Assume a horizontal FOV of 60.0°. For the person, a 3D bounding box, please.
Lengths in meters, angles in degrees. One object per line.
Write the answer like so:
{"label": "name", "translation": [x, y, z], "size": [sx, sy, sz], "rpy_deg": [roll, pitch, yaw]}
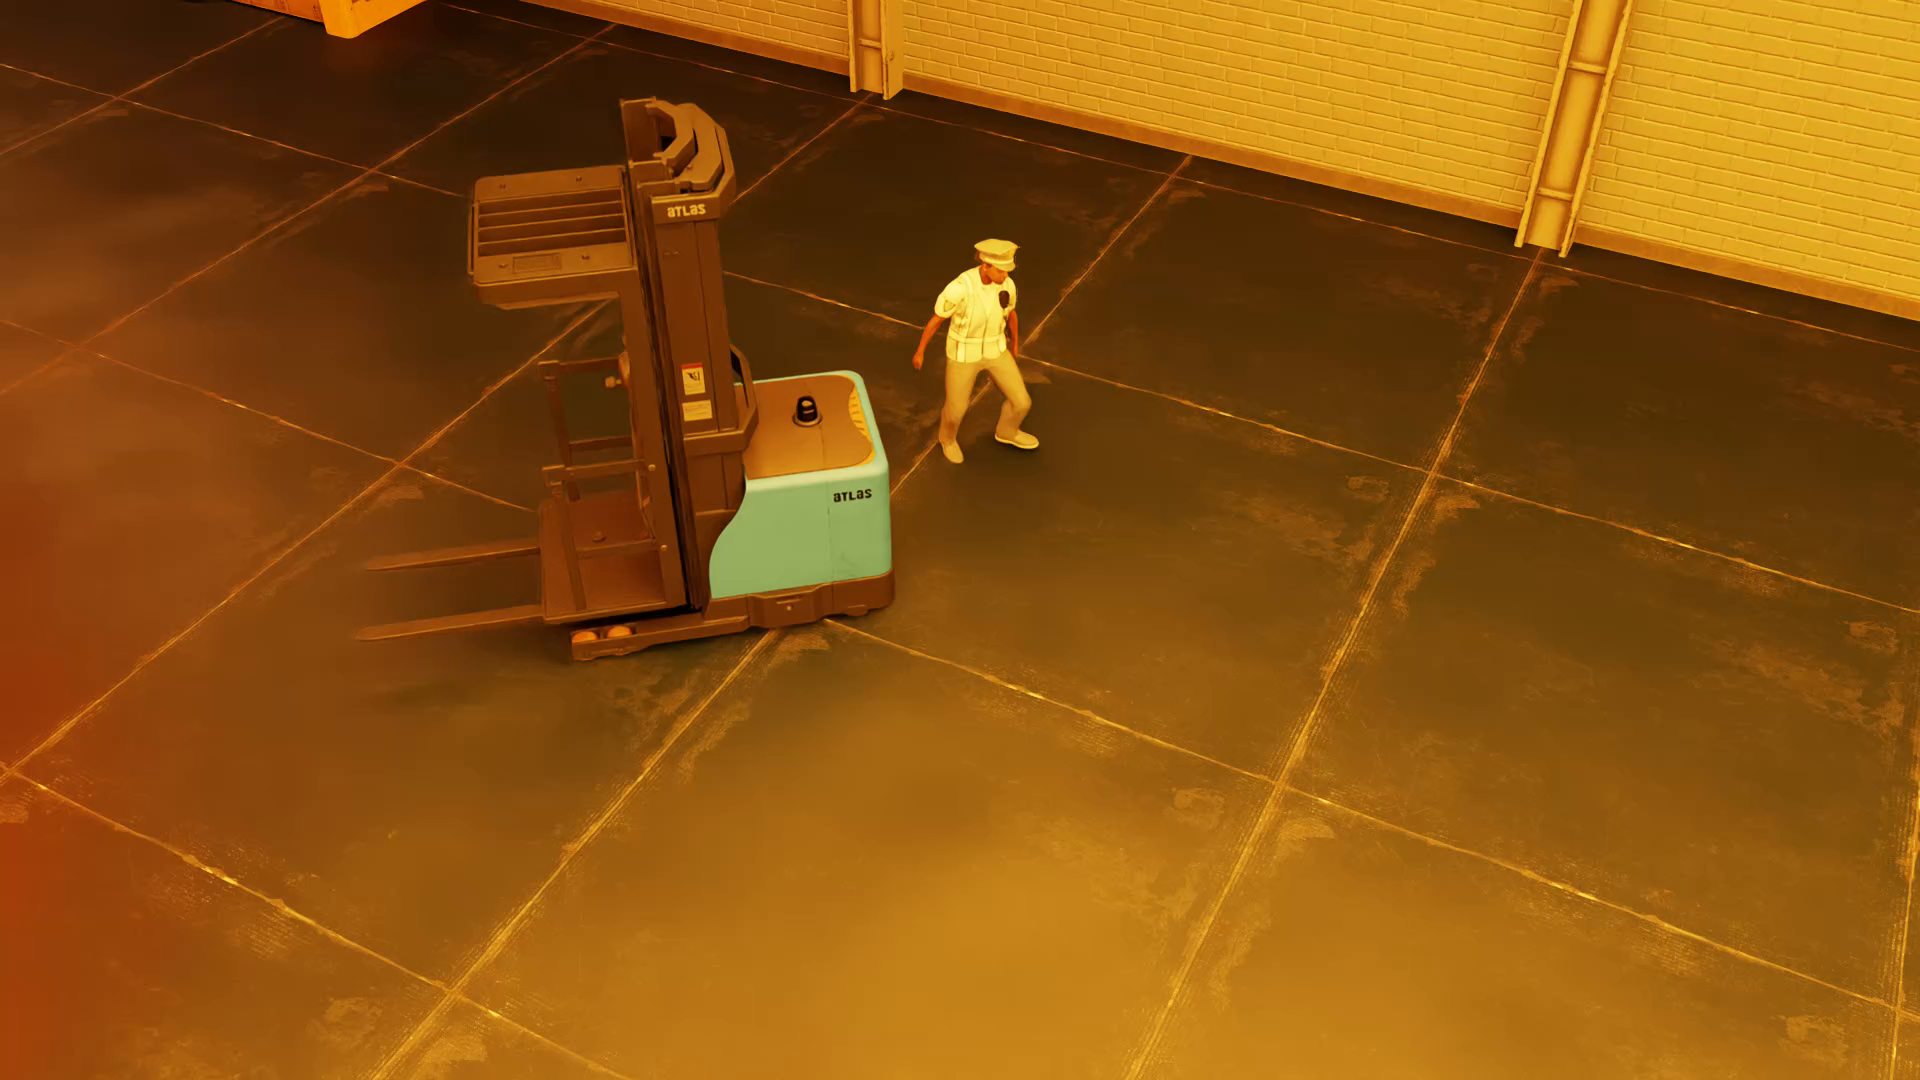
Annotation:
{"label": "person", "translation": [0.107, -1.169, 10.422], "size": [0.813, 1.648, 0.432], "rpy_deg": [-11, 41, -13]}

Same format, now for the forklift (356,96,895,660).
{"label": "forklift", "translation": [-1.951, -0.810, 8.949], "size": [3.031, 2.935, 1.130], "rpy_deg": [-8, 41, -9]}
